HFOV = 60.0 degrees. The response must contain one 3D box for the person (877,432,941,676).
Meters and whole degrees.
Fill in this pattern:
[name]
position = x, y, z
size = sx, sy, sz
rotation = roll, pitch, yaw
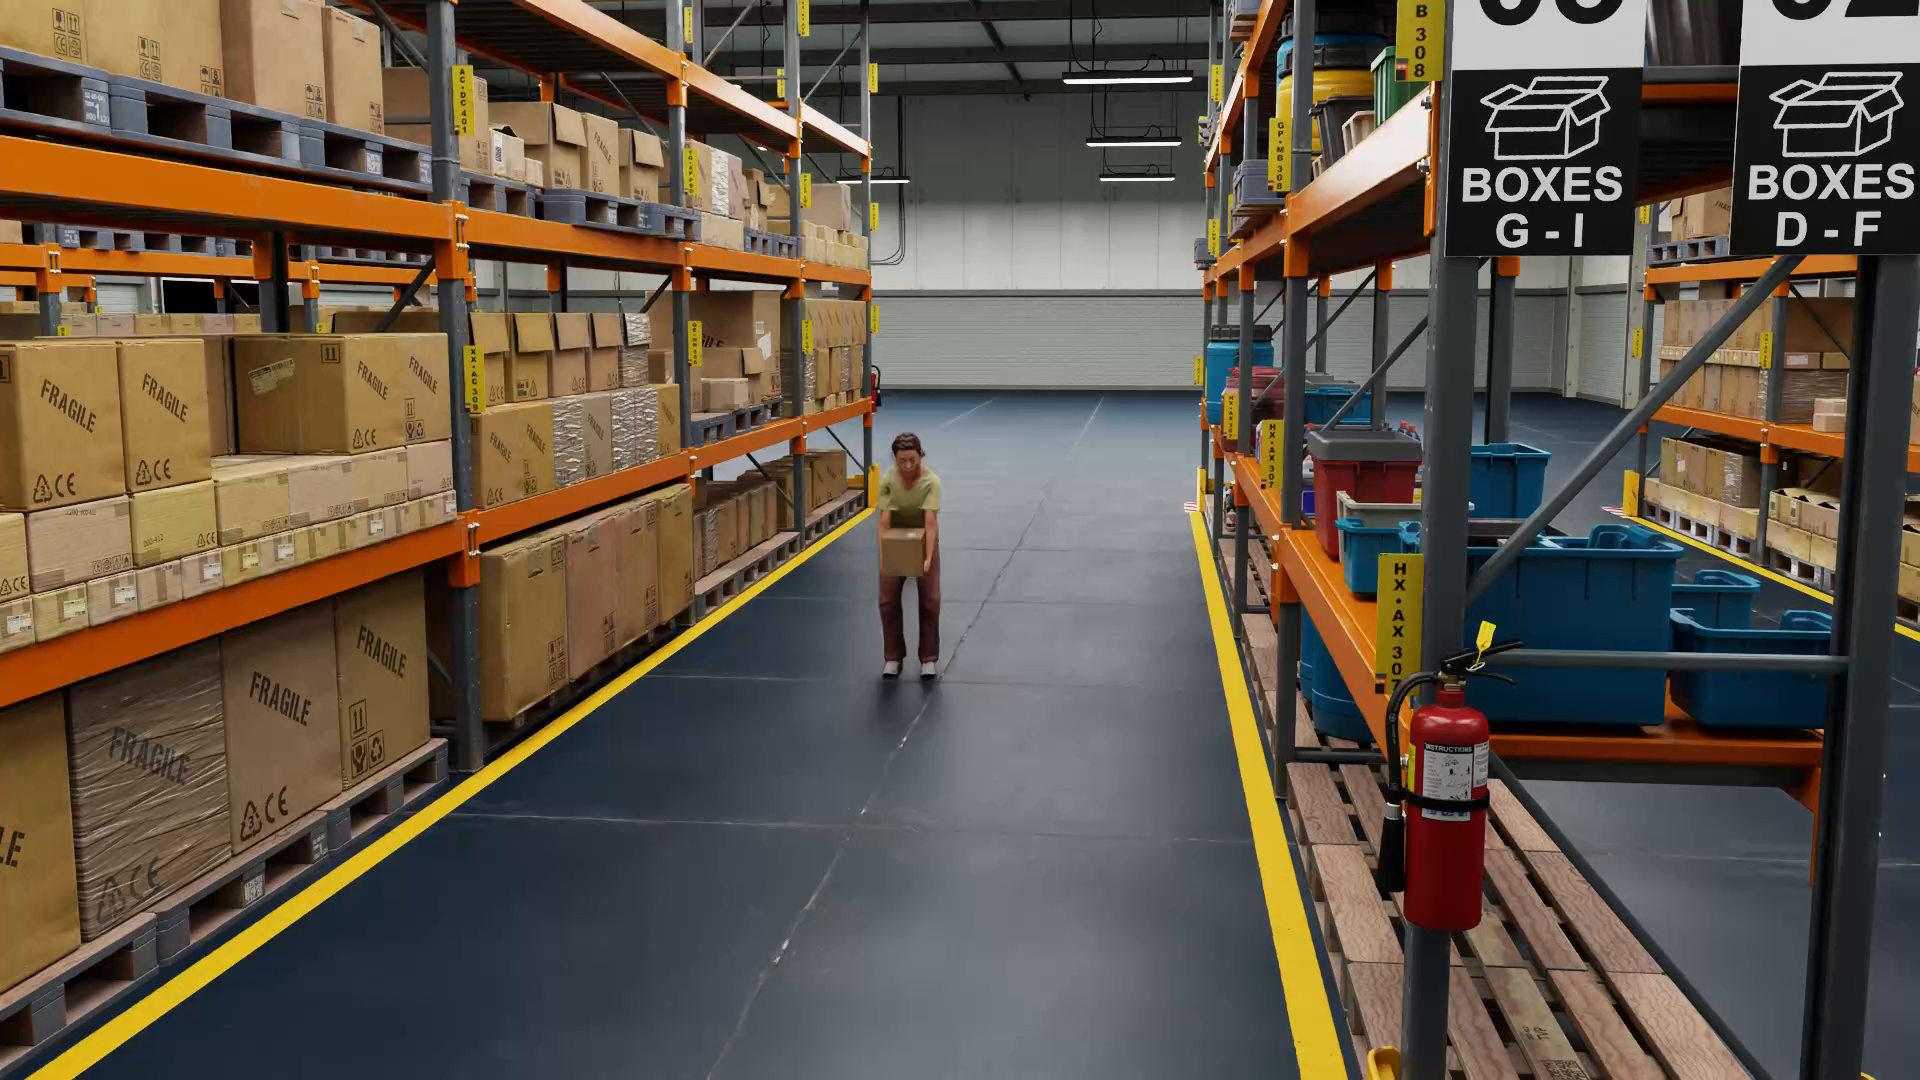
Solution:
[person]
position = -0.319, 0.090, 10.542
size = 0.412, 1.571, 0.582
rotation = 1, 8, 5
